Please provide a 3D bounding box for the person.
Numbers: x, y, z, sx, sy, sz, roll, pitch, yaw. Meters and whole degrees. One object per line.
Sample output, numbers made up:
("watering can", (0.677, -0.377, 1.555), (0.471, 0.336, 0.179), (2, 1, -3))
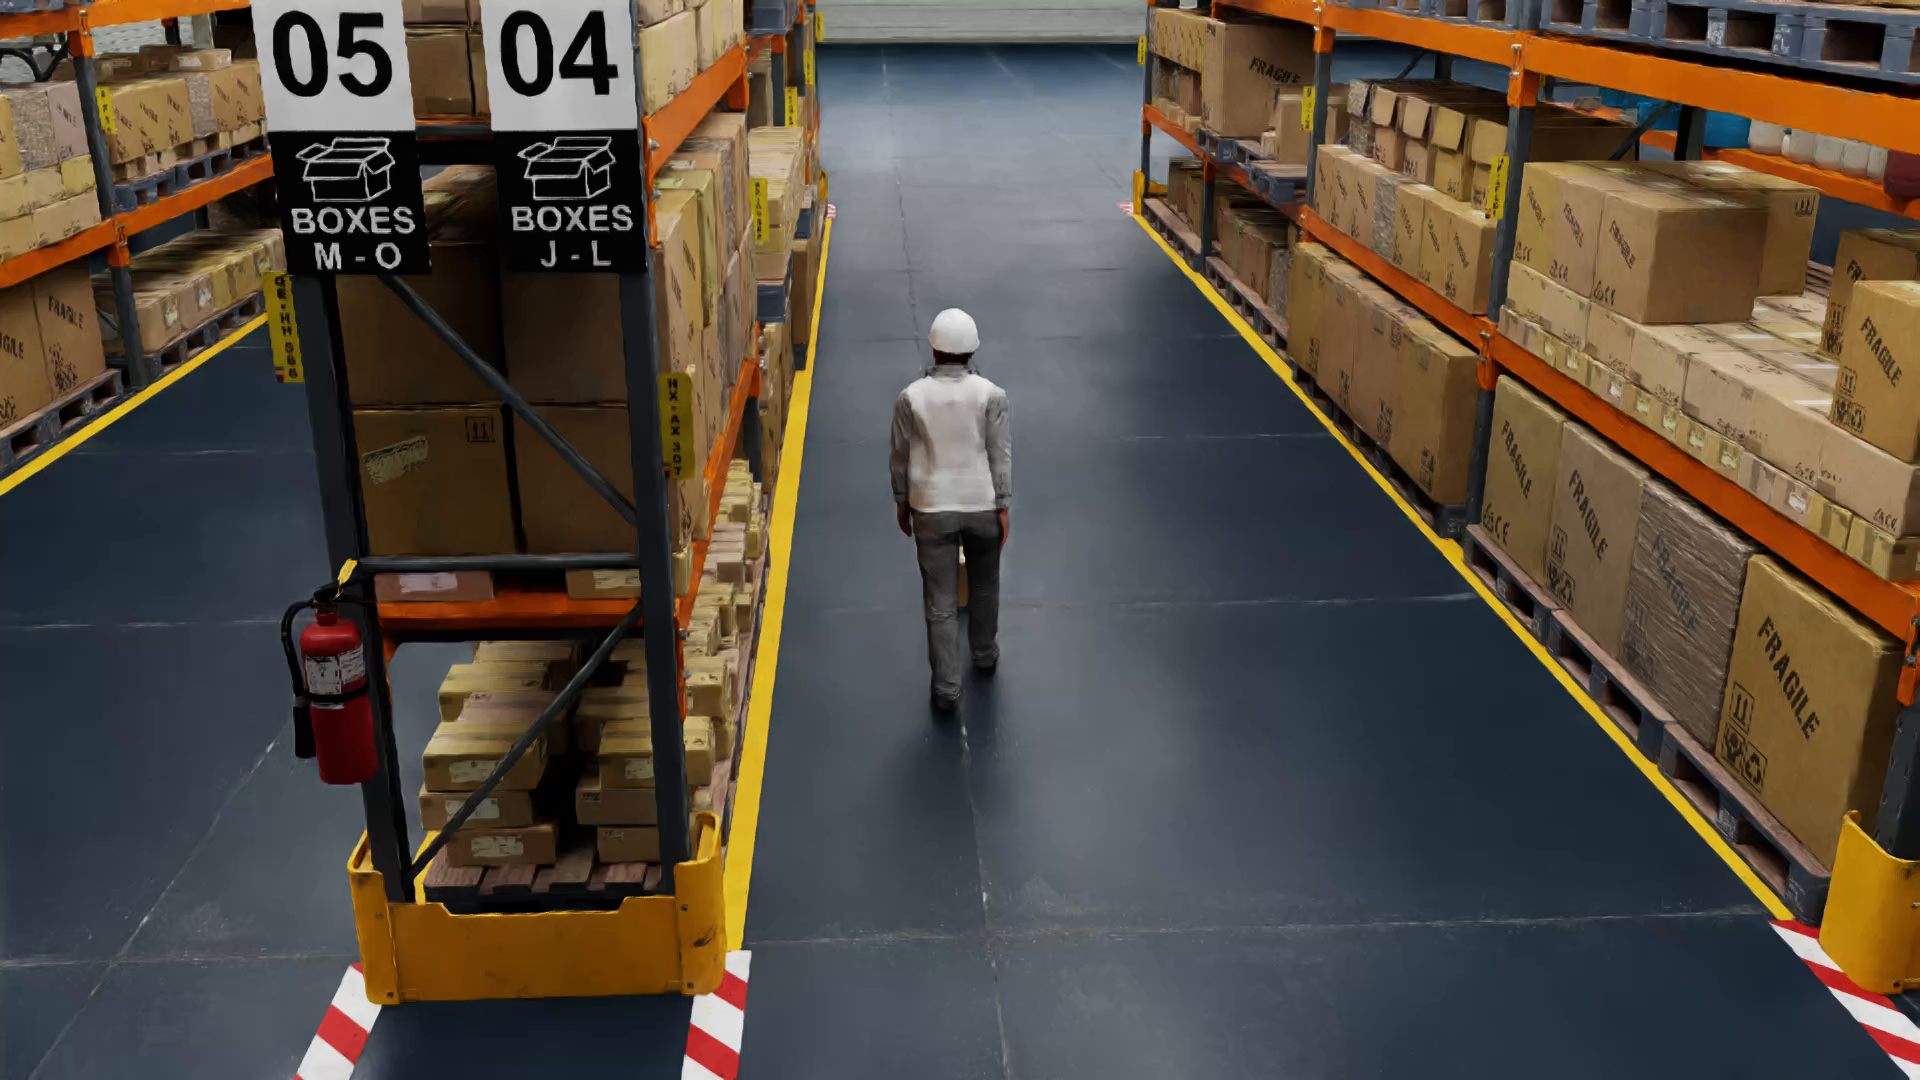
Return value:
("person", (-0.052, -0.176, 7.481), (0.537, 1.757, 0.727), (-2, 20, -4))
